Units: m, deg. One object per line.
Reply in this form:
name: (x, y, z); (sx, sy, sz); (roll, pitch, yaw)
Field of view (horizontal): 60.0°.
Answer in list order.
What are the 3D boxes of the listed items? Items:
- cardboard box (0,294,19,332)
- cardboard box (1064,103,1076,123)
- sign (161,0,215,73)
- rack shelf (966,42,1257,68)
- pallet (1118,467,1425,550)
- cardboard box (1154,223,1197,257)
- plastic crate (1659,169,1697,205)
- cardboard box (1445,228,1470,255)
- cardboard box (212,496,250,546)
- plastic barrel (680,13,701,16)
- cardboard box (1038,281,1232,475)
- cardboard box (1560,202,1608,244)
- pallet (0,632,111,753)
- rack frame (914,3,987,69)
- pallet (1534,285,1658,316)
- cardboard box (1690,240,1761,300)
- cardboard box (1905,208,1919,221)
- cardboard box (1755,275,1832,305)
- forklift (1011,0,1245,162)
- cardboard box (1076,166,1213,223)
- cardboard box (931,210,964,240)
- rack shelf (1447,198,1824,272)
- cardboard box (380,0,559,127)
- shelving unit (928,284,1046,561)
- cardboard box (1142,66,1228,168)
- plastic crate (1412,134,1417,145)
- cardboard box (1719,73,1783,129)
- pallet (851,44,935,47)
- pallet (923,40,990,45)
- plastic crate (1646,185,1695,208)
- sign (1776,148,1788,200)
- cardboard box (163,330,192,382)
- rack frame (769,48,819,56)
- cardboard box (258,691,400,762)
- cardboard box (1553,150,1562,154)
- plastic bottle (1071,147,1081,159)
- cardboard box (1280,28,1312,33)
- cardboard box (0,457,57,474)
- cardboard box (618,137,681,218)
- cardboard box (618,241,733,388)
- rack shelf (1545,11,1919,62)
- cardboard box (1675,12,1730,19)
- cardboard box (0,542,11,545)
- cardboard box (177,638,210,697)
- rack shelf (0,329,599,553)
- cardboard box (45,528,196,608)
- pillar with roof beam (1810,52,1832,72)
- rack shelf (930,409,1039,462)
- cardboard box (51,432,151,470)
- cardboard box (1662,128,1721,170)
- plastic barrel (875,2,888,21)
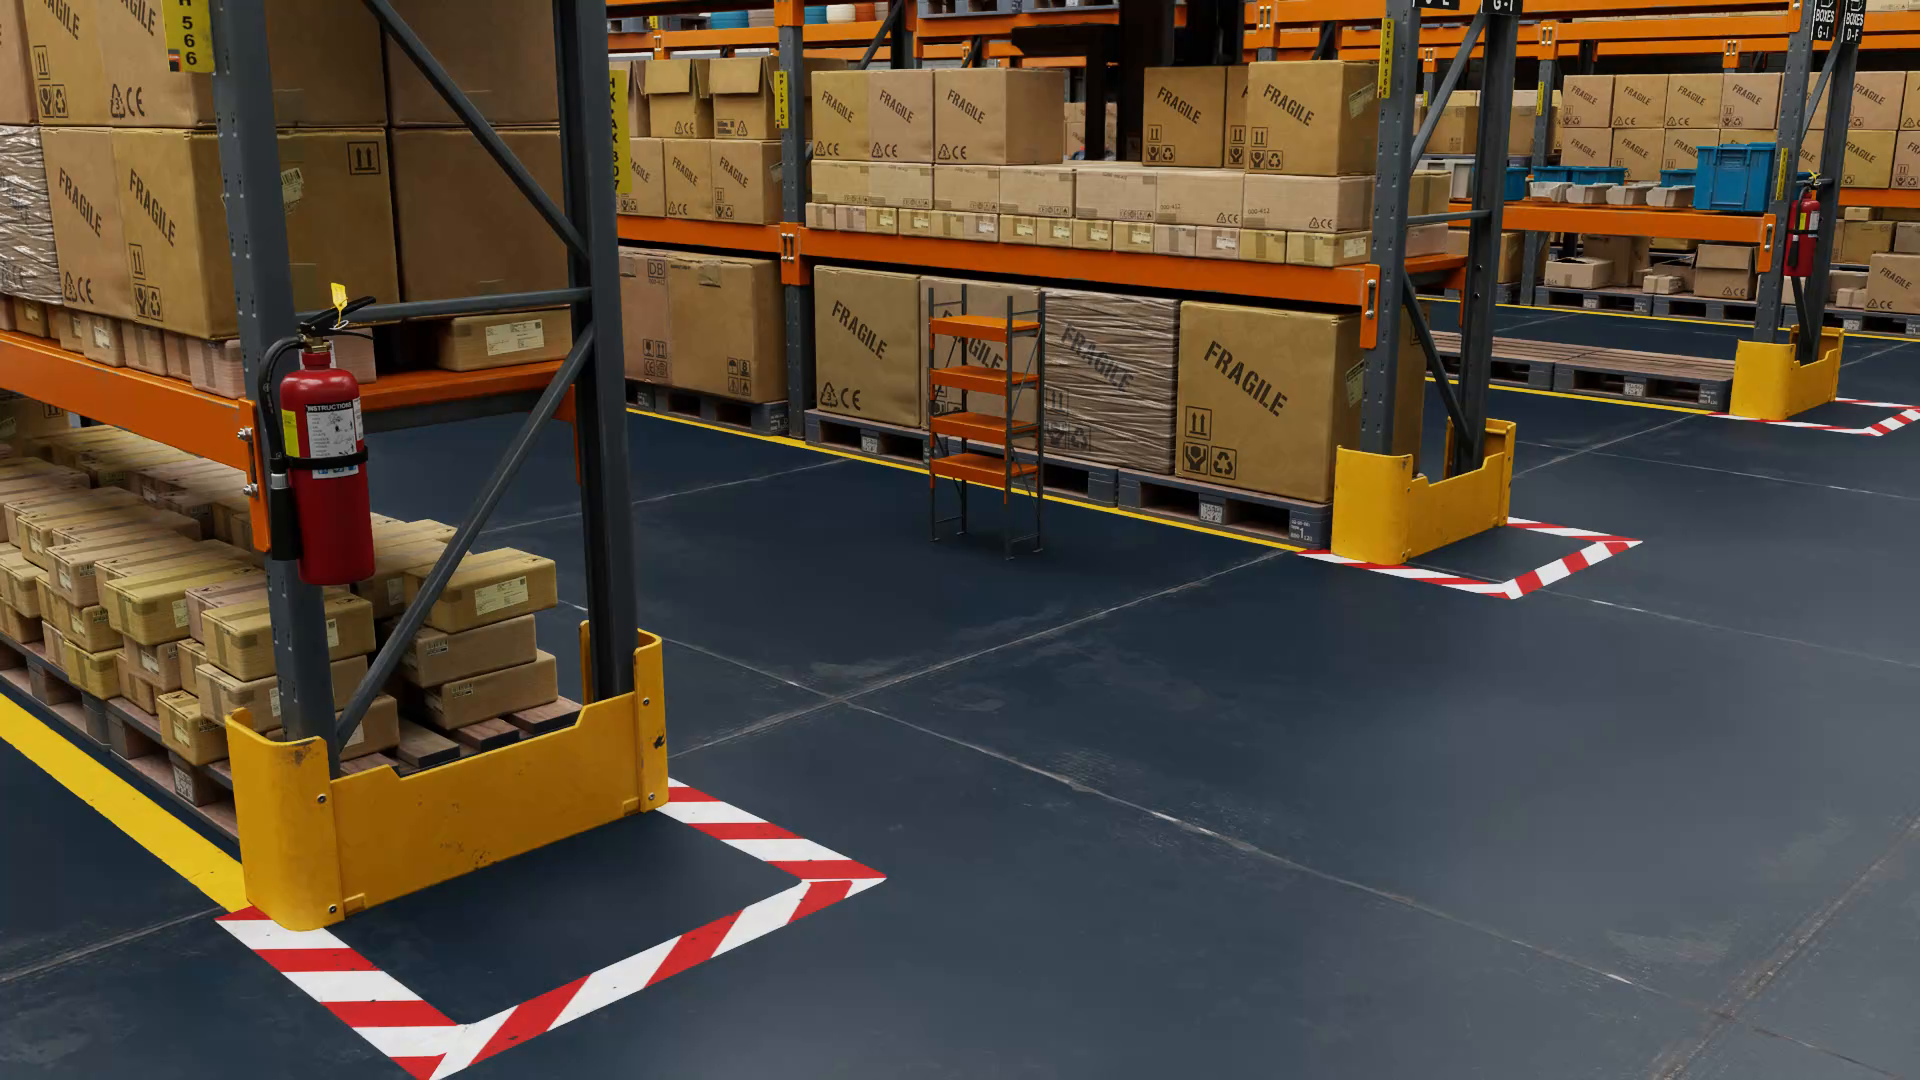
cardboard box: (-3.010, -0.795, 5.534); (0.380, 0.149, 0.250); (-14, 20, -42)
cardboard box: (1.849, -6.948, 27.420); (0.500, 0.500, 0.500); (13, 19, 40)
sign: (-1.714, -1.202, 3.674); (0.005, 0.325, 0.100); (14, 20, 42)
rack shelf: (1.881, -6.120, 20.948); (4.000, 0.370, 1.077); (14, 20, 42)
pallet: (1.571, -0.245, 8.454); (1.213, 0.211, 1.003); (14, 20, 42)
cardboard box: (1.168, -1.483, 8.173); (0.250, 0.149, 0.380); (14, 20, 43)
plastic crate: (5.216, -2.534, 11.921); (0.300, 0.233, 0.416); (14, 20, 42)
cardboard box: (5.296, -3.092, 17.934); (0.500, 0.500, 0.500); (14, 20, 42)
cardboard box: (-2.417, -0.078, 5.923); (0.250, 0.149, 0.380); (14, 20, 43)
plastic barrel: (-3.173, -6.288, 19.111); (0.421, 0.512, 0.421); (0, 15, 0)
cardboard box: (1.030, -0.901, 8.820); (0.875, 0.875, 0.875); (14, 20, 42)
cardboard box: (8.436, -4.274, 21.817); (0.750, 0.750, 0.750); (-14, 20, -43)
pallet: (-2.804, 0.388, 6.025); (1.213, 0.211, 1.003); (14, 20, 42)
rack frame: (-0.120, -3.768, 16.444); (0.127, 3.000, 1.000); (14, 20, 42)
pallet: (6.694, -2.496, 17.095); (1.213, 0.211, 1.003); (14, 20, 42)
cardboard box: (7.556, -2.643, 16.206); (0.637, 0.503, 0.797); (14, 20, 42)
cardboard box: (11.257, -3.814, 19.458); (0.250, 0.149, 0.380); (14, 20, 43)
cardboard box: (7.854, -2.371, 15.662); (0.500, 0.250, 0.500); (14, 20, 42)
forklift: (1.018, -2.319, 11.019); (3.031, 2.935, 1.130); (14, 20, 43)
cardboard box: (0.937, -1.755, 8.425); (0.500, 0.250, 0.500); (13, 19, 40)
cardboard box: (0.058, -1.753, 9.208); (0.250, 0.149, 0.380); (13, 20, 41)
rack shelf: (4.199, -2.370, 12.504); (4.000, 0.370, 1.077); (14, 20, 42)
cardboard box: (-1.453, -1.389, 4.543); (0.500, 0.500, 0.500); (14, 20, 42)
shelving unit: (0.119, -0.552, 7.670); (0.503, 1.200, 0.258); (14, 20, 42)
cardboard box: (1.306, -2.213, 8.697); (0.500, 0.500, 0.500); (13, 19, 41)
plastic crate: (3.228, -2.926, 12.967); (0.583, 0.464, 0.402); (14, 20, 42)
cardboard box: (7.458, -4.094, 15.516); (0.500, 0.500, 0.500); (-14, 20, -42)
pallet: (-1.065, -7.133, 23.586); (1.213, 0.211, 1.003); (14, 20, 42)
pallet: (-0.191, -6.920, 22.766); (1.213, 0.211, 1.003); (14, 20, 42)
plastic crate: (4.926, -2.379, 11.517); (0.243, 0.136, 0.396); (14, 20, 42)
sign: (5.269, -2.344, 10.656); (0.005, 0.325, 0.100); (14, 20, 42)
cardboard box: (-1.898, -0.521, 4.480); (0.250, 0.149, 0.380); (14, 20, 42)
rack frame: (-2.438, -6.066, 25.265); (0.127, 3.000, 1.000); (14, 20, 42)
cardboard box: (-1.838, 0.536, 4.747); (0.250, 0.149, 0.380); (14, 20, 43)
cardboard box: (7.944, -5.088, 21.969); (0.250, 0.149, 0.380); (14, 20, 43)
plastic bottle: (1.086, -3.389, 15.089); (0.185, 0.351, 0.144); (14, 20, 42)
cardboard box: (4.025, -6.007, 18.889); (0.500, 0.500, 0.910); (14, 20, 42)
cardboard box: (-3.716, -0.206, 6.413); (0.250, 0.149, 0.380); (13, 20, 41)
cardboard box: (-1.937, -2.427, 11.101); (0.500, 0.500, 0.500); (13, 20, 42)
cardboard box: (-1.797, -1.608, 11.537); (0.875, 0.875, 1.225); (13, 19, 40)
rack shelf: (7.640, -4.720, 15.574); (4.000, 0.370, 1.077); (14, 20, 42)
cardboard box: (7.095, -5.039, 15.671); (0.500, 0.250, 0.500); (14, 20, 42)
cardboard box: (-3.336, 0.032, 6.091); (0.380, 0.149, 0.250); (-13, 20, -42)
cardboard box: (-2.043, 0.350, 4.870); (0.250, 0.149, 0.380); (13, 19, 41)
rack shelf: (-2.754, -0.588, 5.667); (4.000, 0.370, 1.077); (14, 20, 42)
cardboard box: (-2.662, 0.085, 5.297); (0.380, 0.149, 0.250); (-14, 20, -42)
pillar with roof beam: (7.752, -7.022, 17.035); (0.400, 9.000, 9.100); (14, 20, 42)
rack shelf: (0.119, -0.487, 7.687); (0.480, 0.148, 0.258); (14, 20, 42)
cardboard box: (-3.546, -0.345, 6.949); (0.250, 0.149, 0.380); (14, 20, 43)
cardboard box: (7.107, -3.699, 15.981); (0.500, 0.500, 0.500); (14, 20, 42)
plastic barrel: (-0.561, -5.645, 16.705); (0.600, 0.901, 0.600); (0, 15, 0)
